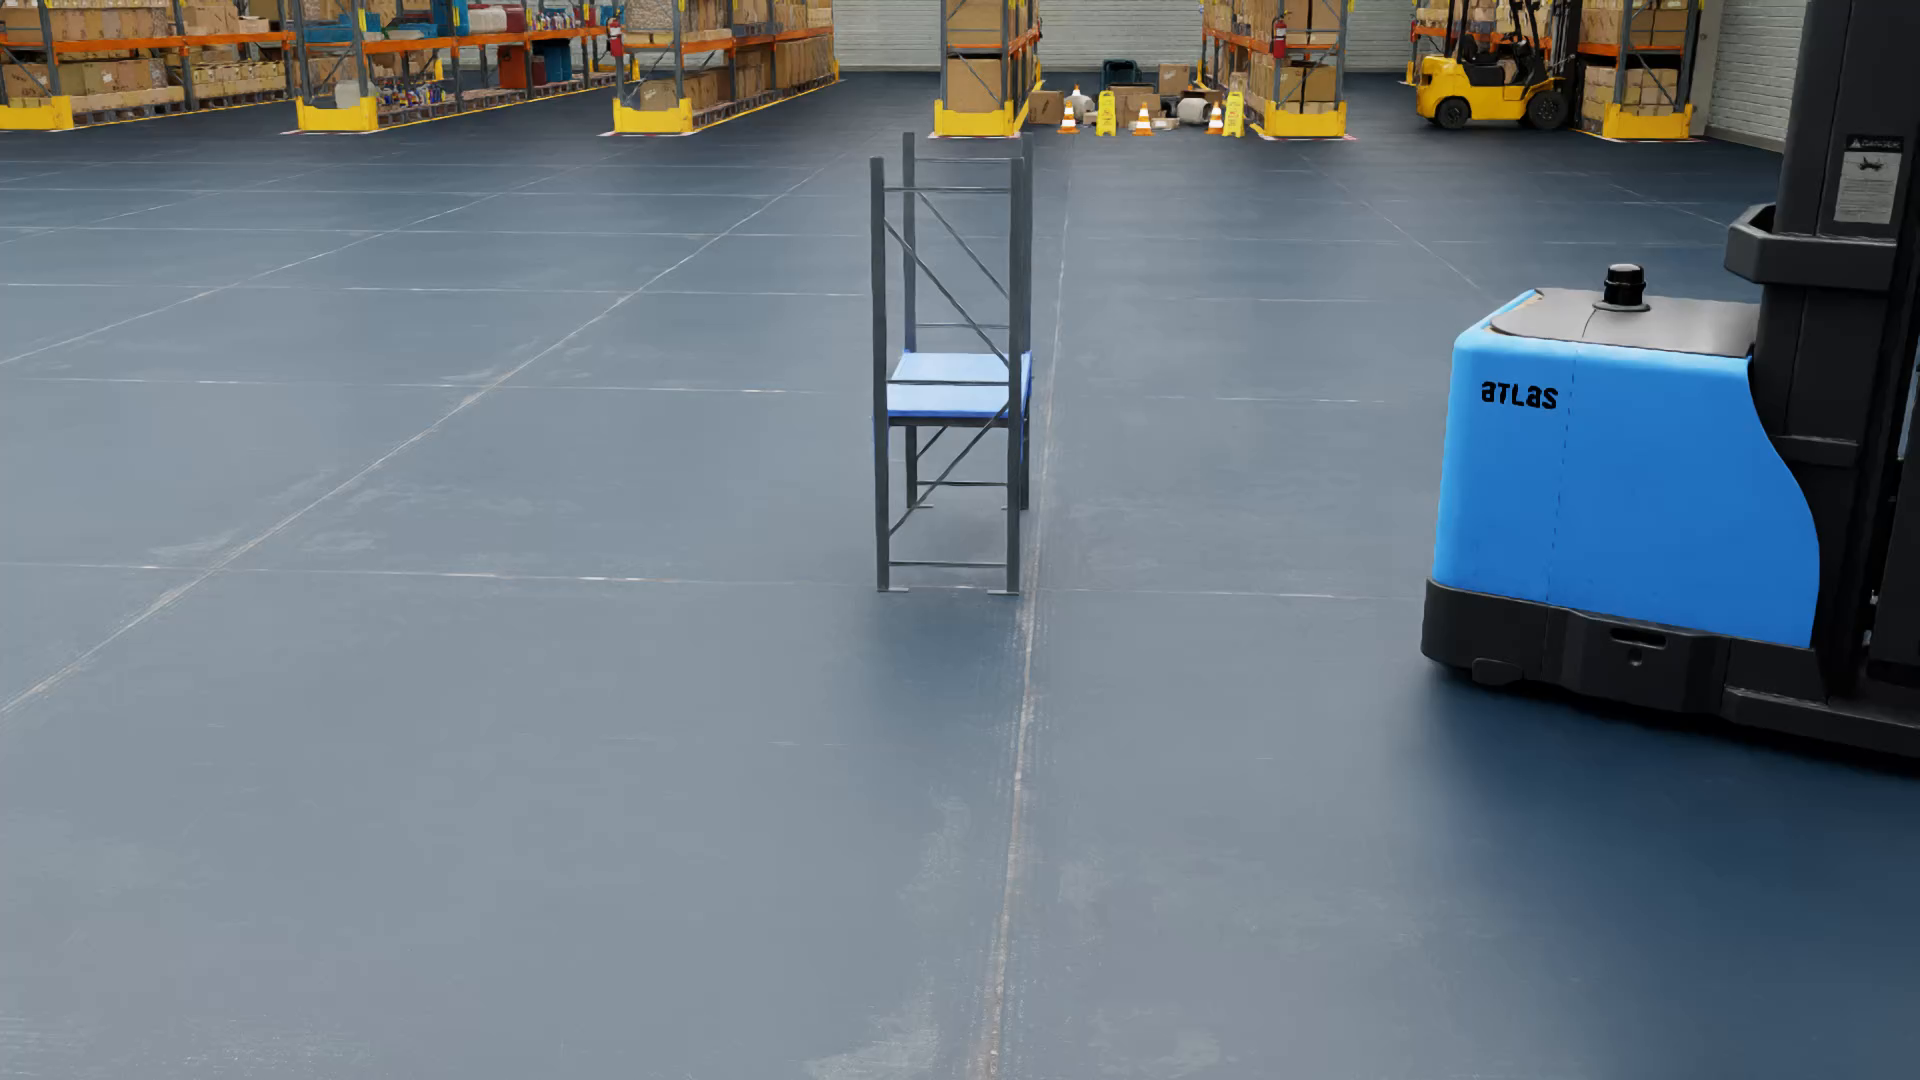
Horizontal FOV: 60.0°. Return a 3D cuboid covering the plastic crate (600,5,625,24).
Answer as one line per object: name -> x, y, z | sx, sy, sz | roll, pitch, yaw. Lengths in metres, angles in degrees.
plastic crate -> -8.355, -12.718, 40.267 | 0.616, 0.435, 0.499 | 1, 18, 4

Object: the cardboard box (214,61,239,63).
cardboard box -> -14.391, -9.248, 32.670 | 0.500, 0.311, 0.500 | 1, 18, 3

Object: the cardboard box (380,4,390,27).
cardboard box -> -13.403, -12.009, 38.096 | 0.500, 0.500, 0.500 | 2, 18, 5

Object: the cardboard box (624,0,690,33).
cardboard box -> -4.657, -8.060, 25.566 | 0.875, 0.500, 0.500 | 1, 18, 4

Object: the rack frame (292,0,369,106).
rack frame -> -9.664, -7.812, 25.446 | 1.000, 3.000, 0.127 | 1, 18, 4

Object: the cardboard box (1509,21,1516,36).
cardboard box -> 10.338, -9.335, 30.336 | 0.500, 0.250, 0.500 | 1, 18, 2

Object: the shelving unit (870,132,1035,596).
shelving unit -> -0.006, -0.686, 6.109 | 0.538, 1.500, 1.048 | 1, 18, 4

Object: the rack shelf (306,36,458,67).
rack shelf -> -9.521, -8.091, 27.454 | 1.077, 0.370, 4.000 | 1, 18, 4

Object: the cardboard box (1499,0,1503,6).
cardboard box -> 10.368, -10.118, 31.283 | 0.380, 0.149, 0.250 | 2, 18, 6

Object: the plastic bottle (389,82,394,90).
plastic bottle -> -9.850, -7.763, 28.845 | 0.144, 0.351, 0.185 | 2, 18, 5

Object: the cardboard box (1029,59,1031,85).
cardboard box -> 1.237, -9.903, 35.168 | 0.500, 0.500, 0.500 | 1, 18, 3

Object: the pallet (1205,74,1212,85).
pallet -> 6.328, -10.874, 39.270 | 1.003, 0.211, 1.213 | 1, 18, 4

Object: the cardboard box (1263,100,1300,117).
cardboard box -> 4.952, -6.637, 25.604 | 0.500, 0.250, 0.500 | 1, 18, 4

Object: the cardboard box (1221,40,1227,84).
cardboard box -> 6.056, -10.203, 35.480 | 0.875, 0.875, 0.875 | 2, 18, 6

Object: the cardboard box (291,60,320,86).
cardboard box -> -13.682, -9.727, 34.599 | 0.500, 0.500, 0.500 | 1, 18, 2

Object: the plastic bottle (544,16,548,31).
plastic bottle -> -8.609, -10.726, 34.527 | 0.061, 0.283, 0.133 | 1, 18, 4

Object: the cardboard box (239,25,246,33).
cardboard box -> -14.067, -9.891, 32.196 | 0.380, 0.149, 0.250 | 3, 18, 8

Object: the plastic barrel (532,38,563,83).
plastic barrel -> -8.911, -10.353, 35.896 | 0.600, 0.901, 0.708 | 1, 18, 4

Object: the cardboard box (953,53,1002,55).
cardboard box -> 0.327, -7.518, 27.286 | 0.875, 0.875, 0.875 | 1, 18, 4

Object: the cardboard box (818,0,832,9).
cardboard box -> -3.350, -12.940, 39.655 | 0.500, 0.500, 0.500 | 2, 18, 5

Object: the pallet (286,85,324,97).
pallet -> -13.940, -9.314, 34.509 | 1.003, 0.211, 1.213 | 1, 18, 4

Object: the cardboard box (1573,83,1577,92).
cardboard box -> 9.937, -7.131, 26.306 | 0.500, 0.250, 0.500 | 1, 18, 4

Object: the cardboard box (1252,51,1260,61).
cardboard box -> 5.067, -8.065, 27.715 | 0.380, 0.149, 0.250 | 2, 18, 5

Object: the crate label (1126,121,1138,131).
crate label -> 2.767, -6.447, 25.878 | 0.250, 0.136, 0.298 | -9, 20, -25

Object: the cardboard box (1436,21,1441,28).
cardboard box -> 10.770, -11.406, 36.819 | 0.380, 0.149, 0.250 | 1, 18, 3

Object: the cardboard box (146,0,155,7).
cardboard box -> -14.160, -9.274, 28.707 | 0.380, 0.149, 0.250 | 1, 18, 2

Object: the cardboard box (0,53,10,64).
cardboard box -> -19.076, -9.495, 32.686 | 0.500, 0.250, 0.500 | 2, 18, 5

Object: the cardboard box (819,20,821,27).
cardboard box -> -3.401, -11.877, 38.257 | 0.380, 0.149, 0.250 | 1, 18, 2

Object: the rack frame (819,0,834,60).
rack frame -> -3.577, -12.671, 40.274 | 1.000, 3.000, 0.127 | 1, 18, 4

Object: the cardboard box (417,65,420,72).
cardboard box -> -13.370, -11.457, 40.415 | 0.380, 0.166, 0.250 | 1, 18, 4

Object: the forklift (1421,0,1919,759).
forklift -> 2.957, -0.867, 4.362 | 3.031, 2.935, 1.130 | 10, 21, 29

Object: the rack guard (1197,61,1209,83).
rack guard -> 6.309, -11.269, 40.011 | 1.175, 0.500, 0.348 | 1, 18, 4

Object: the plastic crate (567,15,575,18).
plastic crate -> -8.979, -12.159, 38.884 | 0.416, 0.233, 0.300 | 1, 18, 4

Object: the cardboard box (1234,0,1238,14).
cardboard box -> 5.471, -10.218, 31.478 | 0.500, 0.500, 0.500 | 1, 18, 2

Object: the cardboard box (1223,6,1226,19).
cardboard box -> 5.564, -10.606, 33.411 | 0.500, 0.250, 0.500 | 1, 18, 2

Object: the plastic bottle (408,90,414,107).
plastic bottle -> -9.199, -7.387, 27.825 | 0.097, 0.271, 0.097 | 0, 18, 0

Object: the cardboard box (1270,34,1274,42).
cardboard box -> 4.881, -7.563, 25.090 | 0.380, 0.149, 0.250 | 1, 18, 3

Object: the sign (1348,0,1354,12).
sign -> 5.701, -7.879, 24.262 | 0.100, 0.325, 0.005 | 1, 18, 4

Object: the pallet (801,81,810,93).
pallet -> -3.844, -9.862, 36.181 | 1.003, 0.211, 1.213 | 1, 18, 4

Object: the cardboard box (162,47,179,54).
cardboard box -> -18.323, -11.412, 38.732 | 0.380, 0.149, 0.250 | 2, 18, 6

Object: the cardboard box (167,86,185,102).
cardboard box -> -14.133, -7.910, 29.487 | 0.500, 0.250, 0.500 | 1, 18, 4

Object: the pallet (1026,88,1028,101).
pallet -> 0.847, -8.961, 33.433 | 1.003, 0.211, 1.213 | 1, 18, 4

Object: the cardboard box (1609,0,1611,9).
cardboard box -> 9.925, -7.999, 24.816 | 0.380, 0.149, 0.250 | 2, 18, 5

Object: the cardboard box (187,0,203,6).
cardboard box -> -18.530, -12.523, 39.343 | 0.980, 0.700, 0.700 | 0, 18, 1

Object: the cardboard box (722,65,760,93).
cardboard box -> -4.206, -8.826, 31.849 | 0.700, 0.500, 0.500 | 0, 18, -1

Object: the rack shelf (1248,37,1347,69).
rack shelf -> 5.304, -7.759, 26.441 | 1.077, 0.370, 4.000 | 1, 18, 4

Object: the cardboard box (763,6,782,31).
cardboard box -> -3.845, -10.378, 33.118 | 0.500, 0.500, 0.500 | 2, 18, 6

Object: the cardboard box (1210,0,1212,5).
cardboard box -> 5.850, -12.198, 37.066 | 0.500, 0.500, 0.500 | 2, 18, 5

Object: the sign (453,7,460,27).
sign -> -8.830, -9.170, 29.147 | 0.100, 0.325, 0.005 | 1, 18, 4

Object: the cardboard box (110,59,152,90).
cardboard box -> -14.213, -7.956, 28.423 | 0.500, 0.500, 0.500 | 1, 18, 4
